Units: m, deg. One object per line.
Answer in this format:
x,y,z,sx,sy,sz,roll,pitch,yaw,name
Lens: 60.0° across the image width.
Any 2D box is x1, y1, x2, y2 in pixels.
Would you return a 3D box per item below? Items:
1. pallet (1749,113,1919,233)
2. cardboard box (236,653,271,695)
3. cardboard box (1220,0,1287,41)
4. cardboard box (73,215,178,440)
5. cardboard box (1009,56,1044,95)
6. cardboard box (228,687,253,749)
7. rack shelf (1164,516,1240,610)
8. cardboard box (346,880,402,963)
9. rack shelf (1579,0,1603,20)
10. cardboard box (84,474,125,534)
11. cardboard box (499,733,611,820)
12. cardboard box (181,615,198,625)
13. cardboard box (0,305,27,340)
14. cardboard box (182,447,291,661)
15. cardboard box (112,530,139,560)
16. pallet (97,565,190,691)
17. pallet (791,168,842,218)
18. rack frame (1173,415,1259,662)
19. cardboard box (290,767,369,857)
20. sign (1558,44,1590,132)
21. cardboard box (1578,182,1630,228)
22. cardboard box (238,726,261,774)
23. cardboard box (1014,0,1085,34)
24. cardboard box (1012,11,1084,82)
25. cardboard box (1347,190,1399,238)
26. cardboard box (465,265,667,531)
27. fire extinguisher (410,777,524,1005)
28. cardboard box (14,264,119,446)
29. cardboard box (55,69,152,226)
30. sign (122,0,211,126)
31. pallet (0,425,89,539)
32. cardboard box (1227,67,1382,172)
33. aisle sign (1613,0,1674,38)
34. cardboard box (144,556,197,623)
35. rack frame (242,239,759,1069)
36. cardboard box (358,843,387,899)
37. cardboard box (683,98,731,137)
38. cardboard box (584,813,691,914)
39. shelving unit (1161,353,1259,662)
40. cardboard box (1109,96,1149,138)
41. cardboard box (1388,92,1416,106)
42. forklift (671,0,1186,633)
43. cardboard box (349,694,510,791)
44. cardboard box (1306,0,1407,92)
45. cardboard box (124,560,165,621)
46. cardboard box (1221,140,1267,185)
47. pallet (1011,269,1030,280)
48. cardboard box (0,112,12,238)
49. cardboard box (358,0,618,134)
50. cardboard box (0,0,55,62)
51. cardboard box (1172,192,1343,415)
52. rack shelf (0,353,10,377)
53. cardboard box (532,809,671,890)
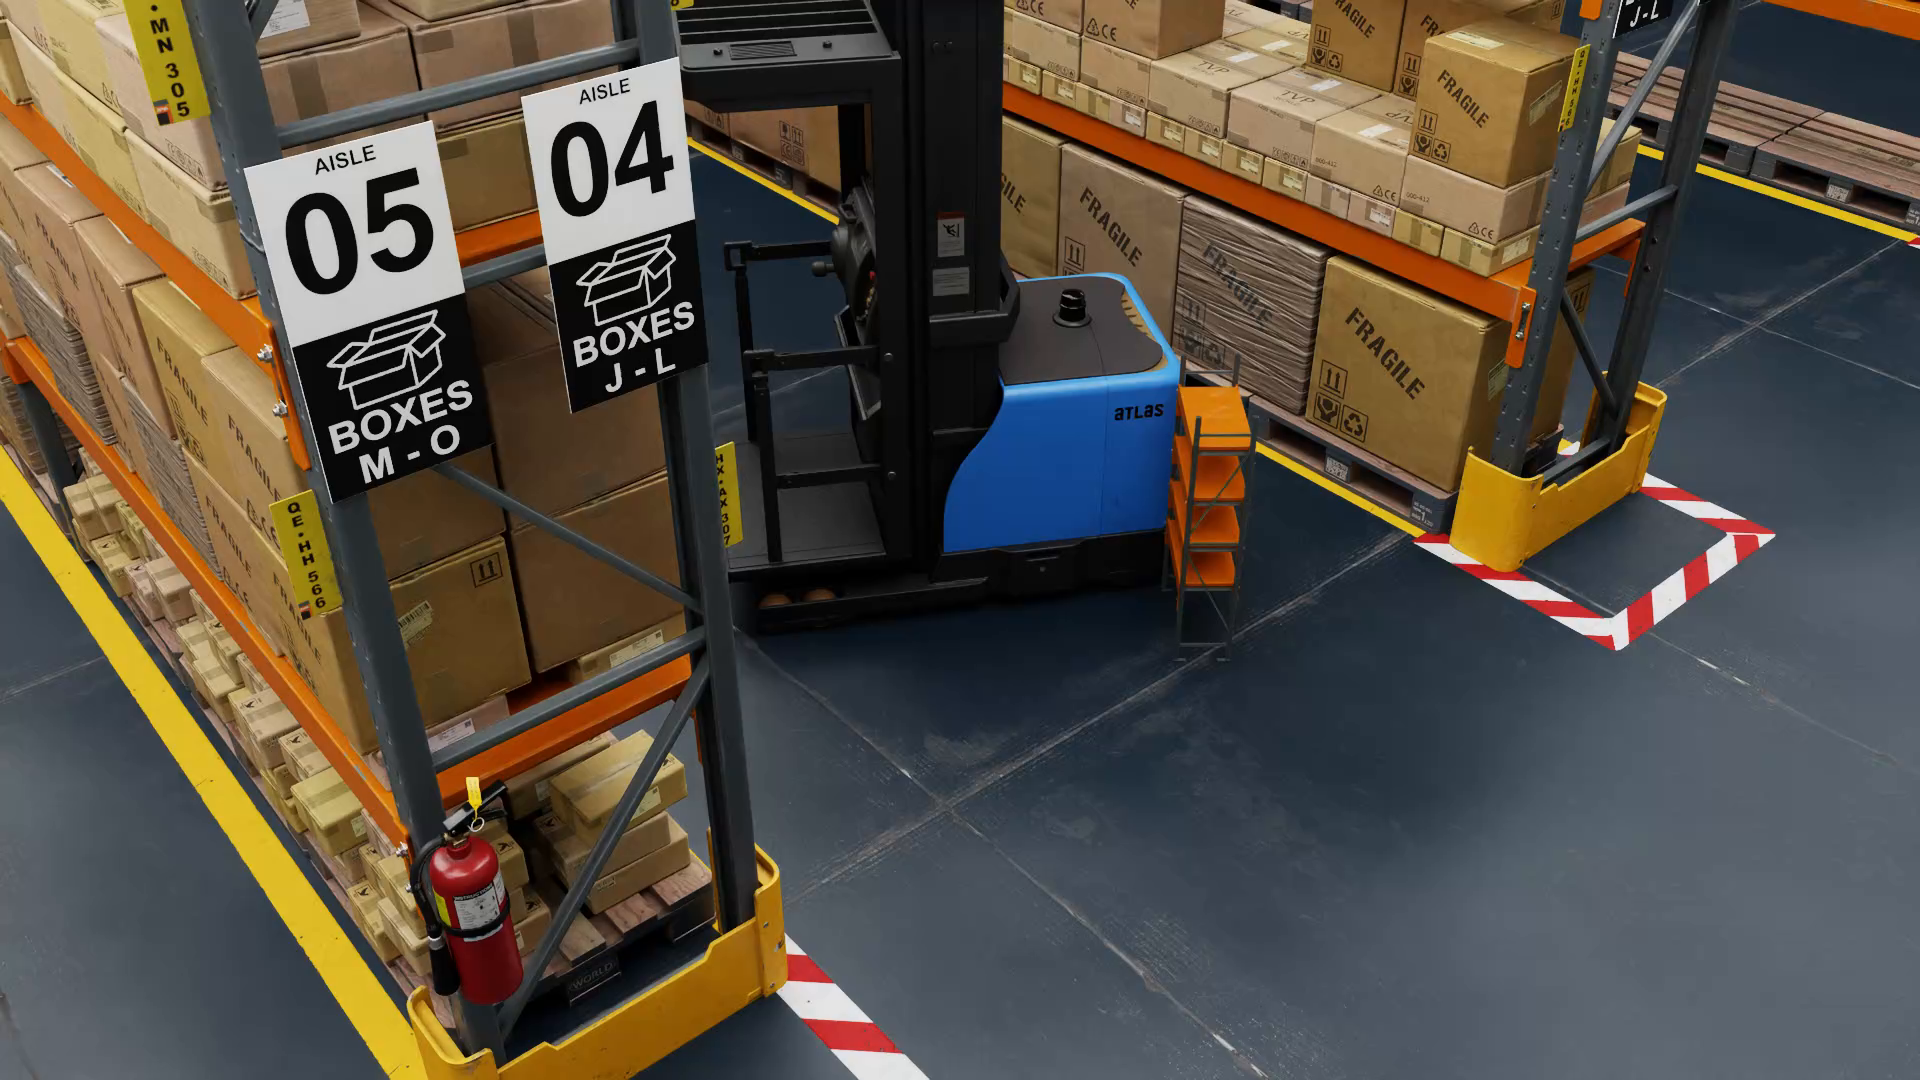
6.070,-2.453,11.030,1.003,0.211,1.213,-26,43,-32,pallet
-2.403,0.458,6.097,0.380,0.149,0.250,-28,44,-33,cardboard box
1.358,-2.641,8.756,0.500,0.250,0.500,-25,42,-31,cardboard box
-2.220,-0.689,4.918,0.500,0.500,0.500,-24,42,-30,cardboard box
0.485,-2.541,8.960,0.380,0.149,0.250,-25,42,-30,cardboard box
-2.456,0.612,6.136,0.380,0.149,0.250,-24,42,-30,cardboard box
1.019,0.095,7.037,0.258,0.148,0.480,0,35,0,rack shelf
-1.807,1.202,5.560,0.380,0.149,0.250,-25,42,-30,cardboard box
1.498,-3.178,7.669,1.077,0.370,4.000,-26,43,-32,rack shelf
-3.450,-0.203,7.030,0.380,0.149,0.250,-24,42,-30,cardboard box
-1.414,0.755,5.677,0.380,0.149,0.250,-25,42,-31,cardboard box
-2.909,0.248,6.651,0.380,0.149,0.250,-24,42,-30,cardboard box
-3.714,-0.976,6.750,0.380,0.149,0.250,-24,42,-30,cardboard box
-1.880,-0.053,4.886,0.500,0.500,0.500,-27,43,-32,cardboard box
-3.425,-0.097,7.138,0.380,0.149,0.250,-26,43,-31,cardboard box
-3.186,0.096,7.432,1.003,0.211,1.213,-26,43,-32,pallet
-0.348,-2.305,10.822,1.003,0.211,1.213,-26,43,-32,pallet
1.020,0.019,6.685,0.240,1.200,0.015,0,35,0,rack frame
-1.983,0.851,5.541,0.380,0.149,0.250,-27,43,-33,cardboard box
2.366,-1.738,6.401,0.100,0.325,0.005,-26,43,-32,sign
2.812,-1.542,7.549,0.380,0.149,0.250,-25,43,-31,cardboard box
-2.455,0.732,6.224,0.380,0.149,0.250,-25,42,-31,cardboard box
0.633,-2.970,8.571,0.500,0.500,0.500,-26,43,-32,cardboard box
0.628,-2.664,8.789,0.500,0.250,0.500,-26,43,-32,cardboard box
1.977,-1.522,7.522,0.380,0.149,0.250,-26,43,-32,cardboard box
-1.152,-0.427,4.548,0.500,0.500,0.500,-26,43,-32,cardboard box
-1.255,0.908,4.262,0.296,0.674,0.183,-26,43,-32,fire extinguisher
-2.897,-0.723,5.832,0.500,0.500,0.500,-27,43,-33,cardboard box
-1.896,-1.047,4.167,0.500,0.250,0.500,-26,43,-32,cardboard box
-1.502,-0.947,3.130,0.100,0.325,0.005,-26,43,-32,sign
-4.150,-0.531,8.316,1.003,0.211,1.213,-26,43,-32,pallet
1.618,-1.989,7.835,0.500,0.250,0.500,-28,44,-33,cardboard box
2.606,-2.282,6.127,0.394,0.787,0.004,-26,43,-32,aisle sign
-2.962,0.140,6.546,0.380,0.149,0.250,-25,42,-31,cardboard box
-1.065,0.441,4.532,1.000,3.000,0.127,-26,43,-32,rack frame
-1.751,1.049,5.519,0.380,0.149,0.250,-27,43,-33,cardboard box
-1.375,-3.492,11.560,1.225,0.875,0.875,-26,43,-32,cardboard box
-1.159,1.082,5.730,0.380,0.149,0.250,-25,42,-31,cardboard box
1.019,-0.122,6.884,0.258,1.200,0.503,0,35,0,shelving unit
0.981,-2.201,8.480,0.380,0.149,0.250,-25,43,-31,cardboard box
2.345,-1.964,7.801,0.500,0.250,0.500,-27,43,-32,cardboard box
-0.612,-1.128,6.807,3.031,2.935,1.130,-6,36,-9,forklift
-1.491,0.505,4.659,0.380,0.149,0.250,-26,43,-32,cardboard box
2.024,-2.491,7.895,0.500,0.500,0.500,-27,44,-33,cardboard box
-3.285,0.155,7.039,0.380,0.149,0.250,-26,43,-32,cardboard box
1.480,-1.861,8.000,0.380,0.149,0.250,-26,43,-32,cardboard box
0.639,-1.628,9.866,1.003,0.211,1.213,-26,43,-32,pallet
-3.195,-1.382,5.897,0.500,0.500,0.500,-27,44,-33,cardboard box
-1.156,-1.221,3.981,0.500,0.250,0.500,-25,42,-31,cardboard box
-2.216,-1.487,4.356,0.500,0.250,0.500,-25,42,-31,cardboard box
1.728,-1.323,8.498,0.875,0.875,0.875,-26,43,-32,cardboard box
-4.937,-1.915,8.481,1.077,0.370,4.000,-26,43,-32,rack shelf
-1.207,0.984,5.611,0.380,0.149,0.250,-24,42,-30,cardboard box
